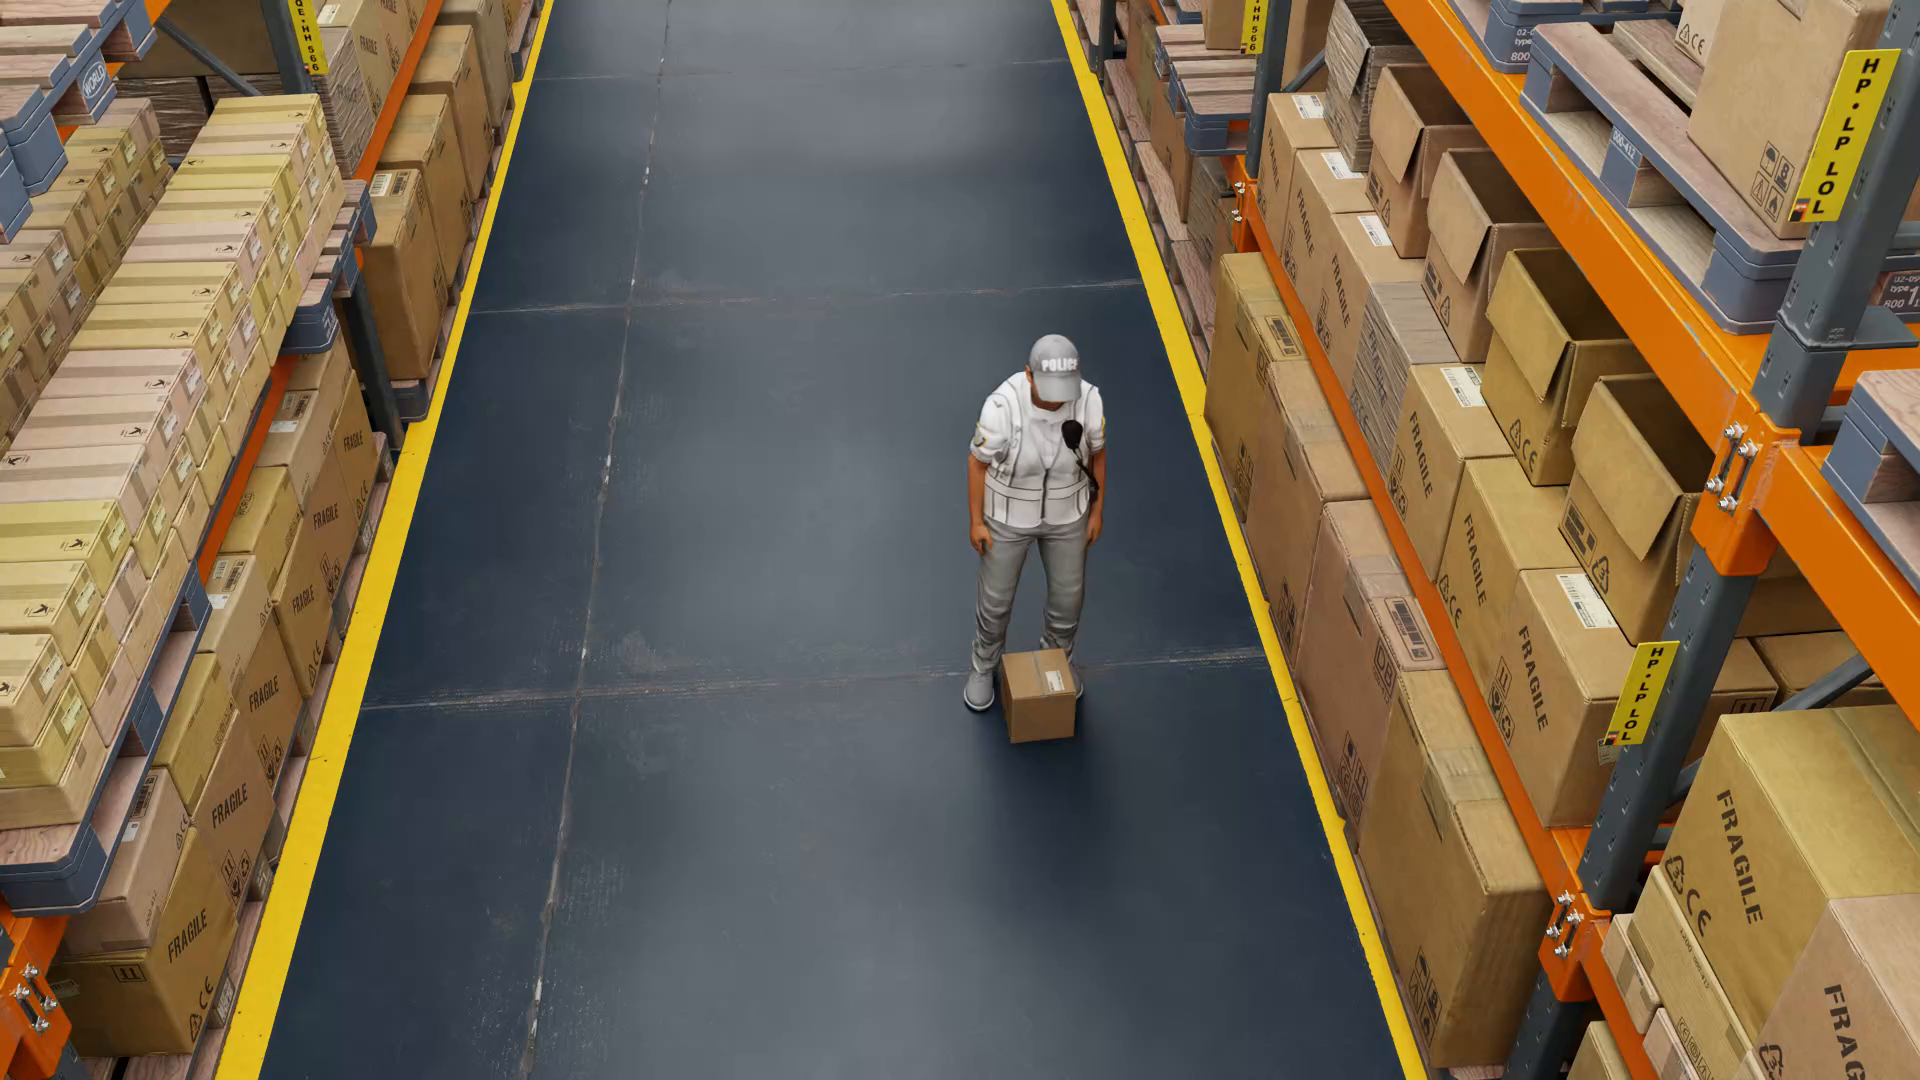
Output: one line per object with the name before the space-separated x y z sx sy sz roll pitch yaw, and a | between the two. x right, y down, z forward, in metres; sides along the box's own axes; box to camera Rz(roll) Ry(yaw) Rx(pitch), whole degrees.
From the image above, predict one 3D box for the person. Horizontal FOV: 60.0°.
person | 0.279 -0.074 6.240 0.552 1.664 0.469 -5 40 -6
